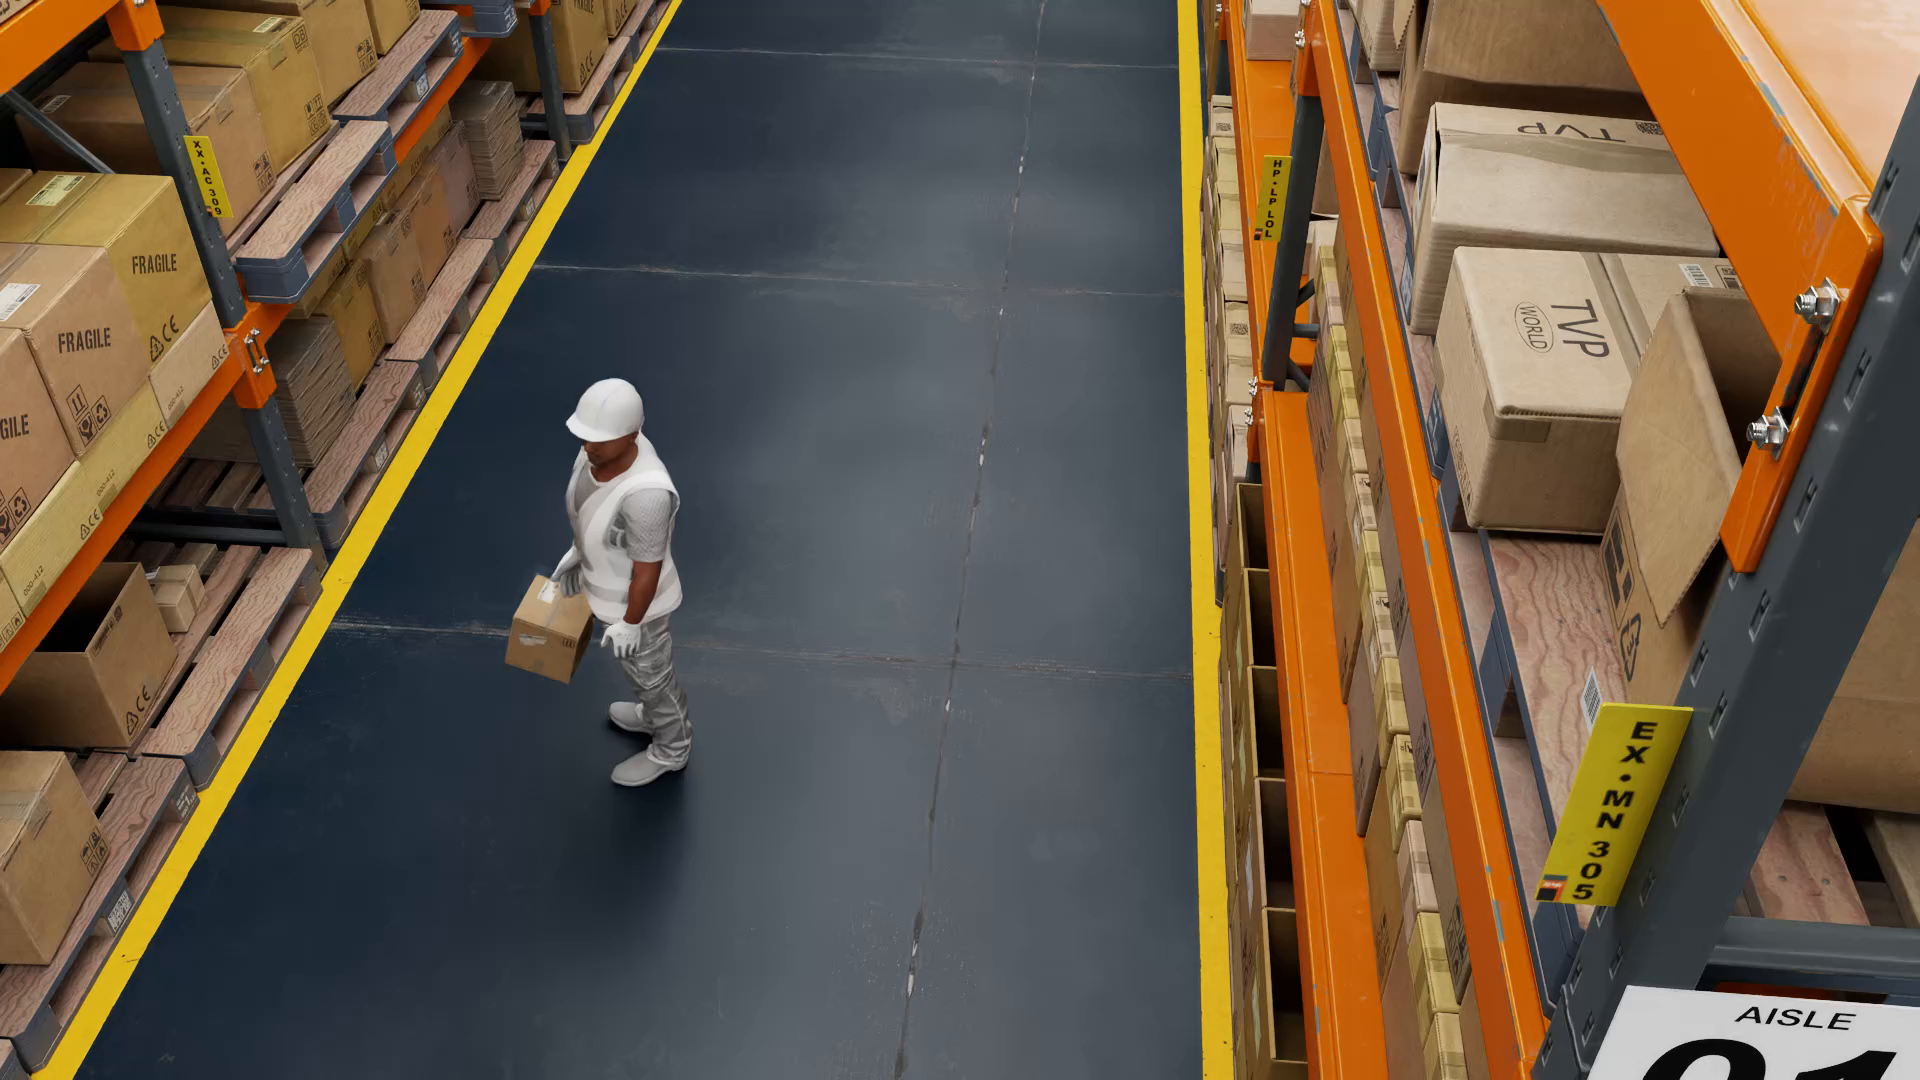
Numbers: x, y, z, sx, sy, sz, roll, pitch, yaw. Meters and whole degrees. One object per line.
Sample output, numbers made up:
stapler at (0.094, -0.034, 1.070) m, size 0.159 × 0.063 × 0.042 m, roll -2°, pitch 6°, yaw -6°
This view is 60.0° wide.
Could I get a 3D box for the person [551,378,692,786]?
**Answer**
person at (-1.213, 0.167, 5.917) m, size 0.419 × 1.782 × 0.625 m, roll -16°, pitch 42°, yaw -19°
